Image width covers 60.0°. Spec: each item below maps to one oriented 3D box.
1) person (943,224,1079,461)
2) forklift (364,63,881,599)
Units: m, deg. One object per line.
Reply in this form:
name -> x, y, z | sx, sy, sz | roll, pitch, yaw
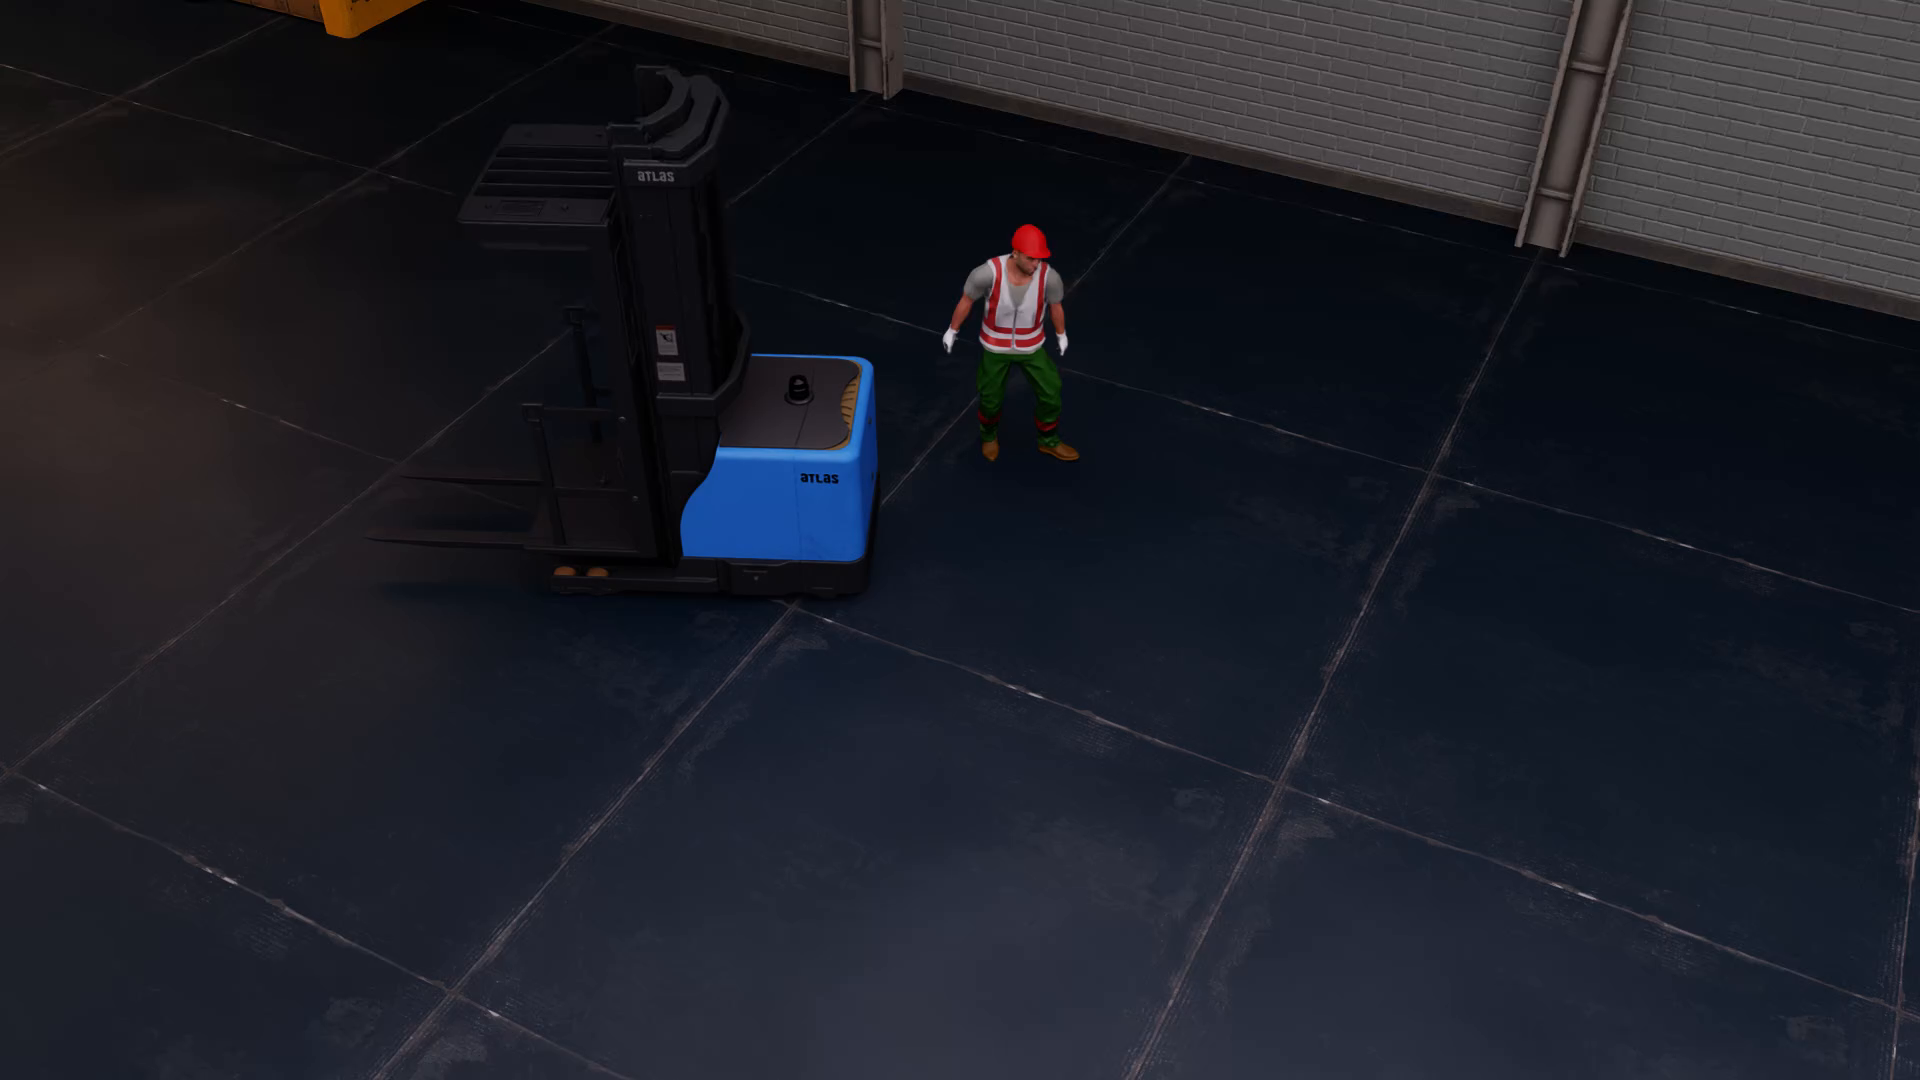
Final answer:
person -> 0.336, -1.215, 10.377 | 0.885, 1.750, 0.460 | -1, 40, -1
forklift -> -2.034, -1.132, 9.331 | 3.031, 2.935, 1.130 | 2, 40, 2
